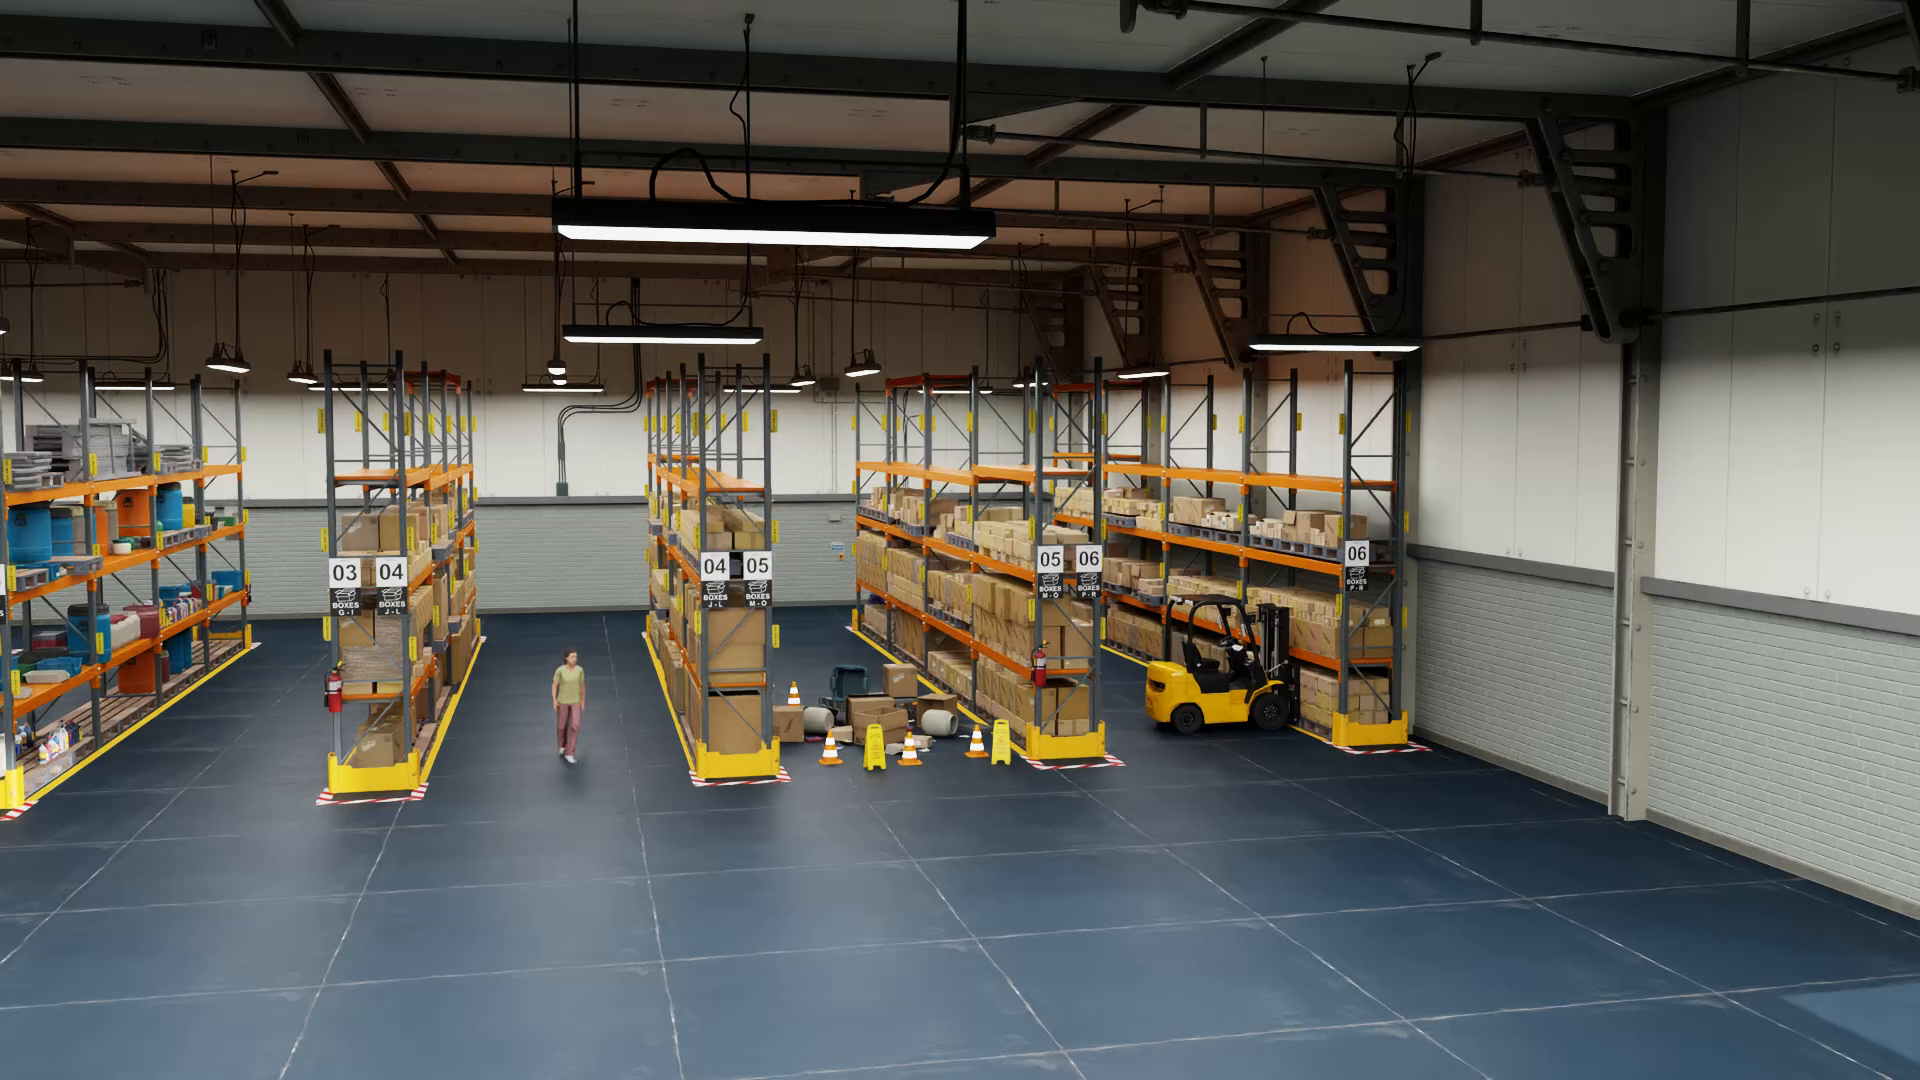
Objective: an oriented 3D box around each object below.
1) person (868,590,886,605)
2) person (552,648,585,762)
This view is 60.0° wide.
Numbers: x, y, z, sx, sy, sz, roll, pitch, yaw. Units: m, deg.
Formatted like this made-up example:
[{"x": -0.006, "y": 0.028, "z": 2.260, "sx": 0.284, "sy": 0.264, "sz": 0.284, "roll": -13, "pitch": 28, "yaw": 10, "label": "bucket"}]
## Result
[{"x": -2.107, "y": 1.230, "z": 42.622, "sx": 0.956, "sy": 1.588, "sz": 0.456, "roll": -2, "pitch": 4, "yaw": -23, "label": "person"}, {"x": -5.856, "y": 2.468, "z": 24.921, "sx": 0.524, "sy": 1.690, "sz": 0.687, "roll": -2, "pitch": 4, "yaw": -26, "label": "person"}]
